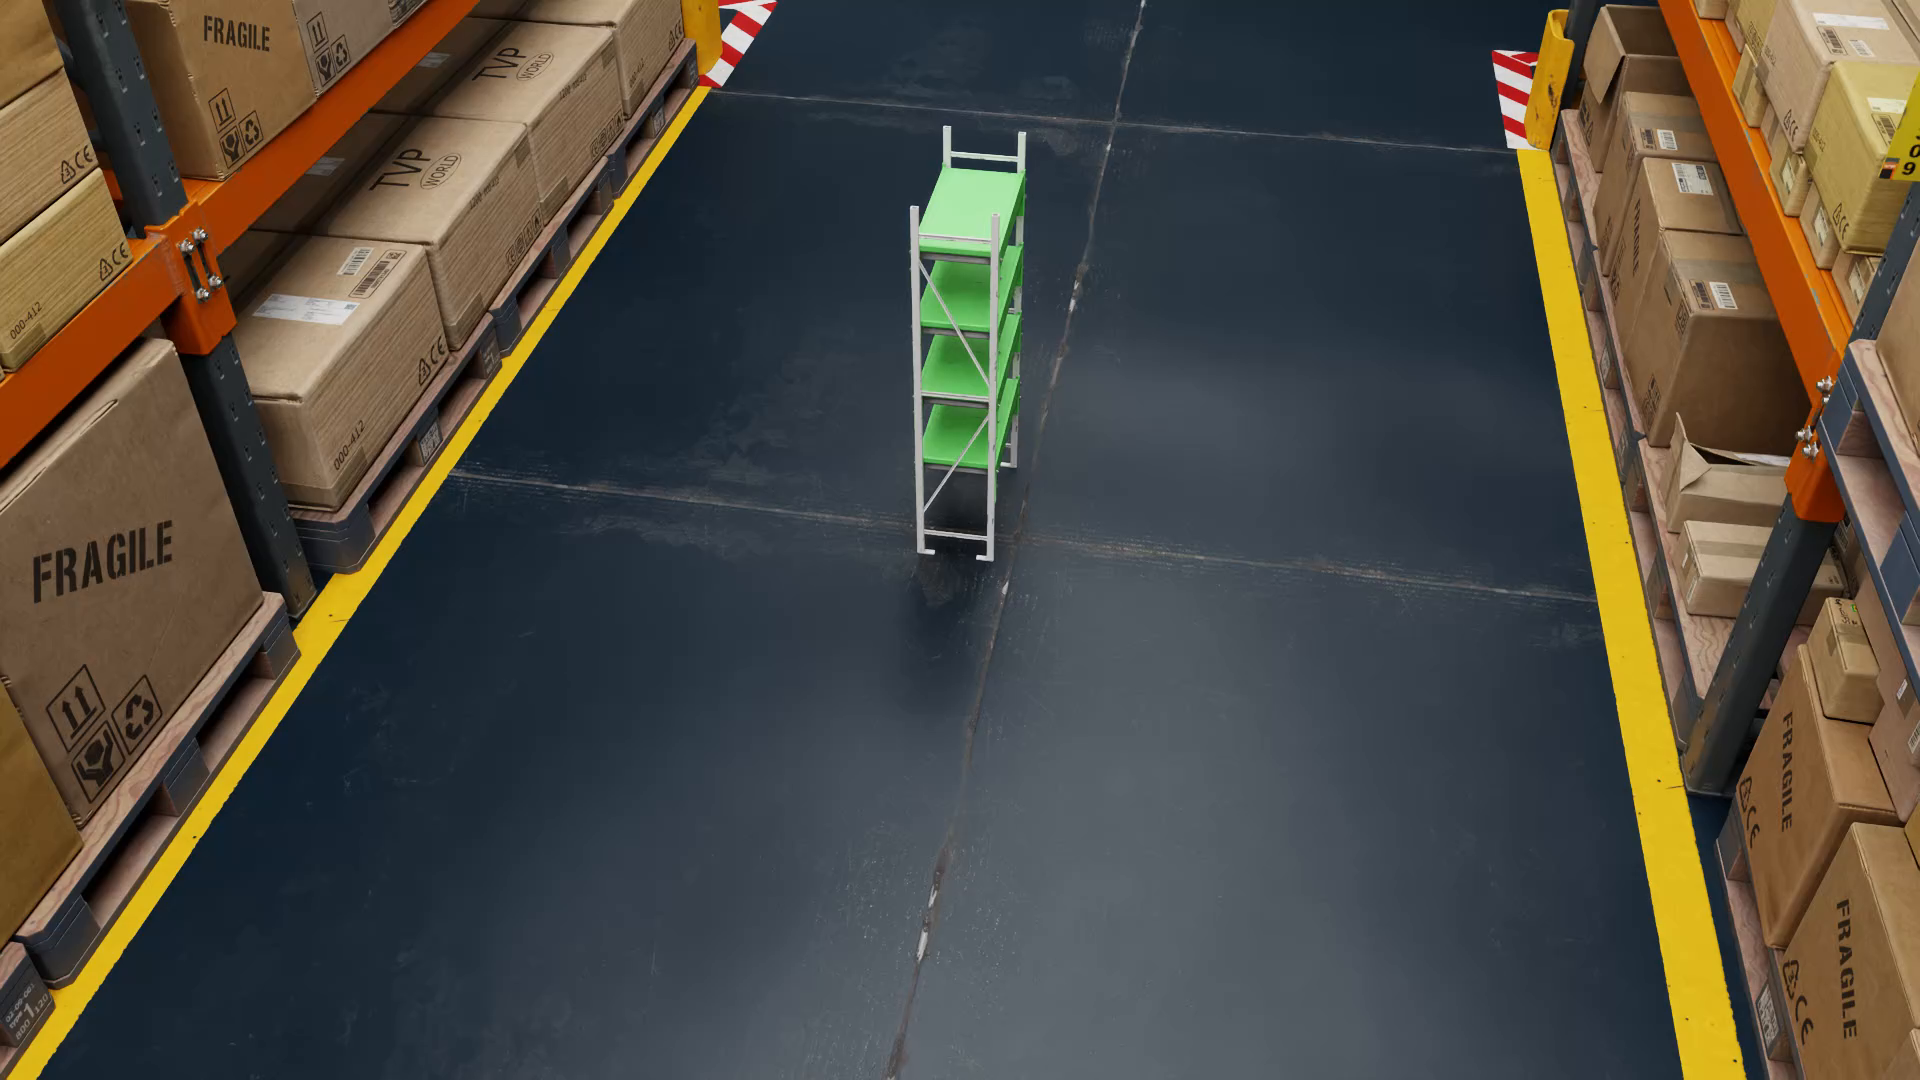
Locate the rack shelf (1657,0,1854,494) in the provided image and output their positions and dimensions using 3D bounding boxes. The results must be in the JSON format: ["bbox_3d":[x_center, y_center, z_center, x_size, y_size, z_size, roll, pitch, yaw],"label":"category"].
[{"bbox_3d":[2.784,-1.440,5.203,1.077,0.370,4.000,6,40,8],"label":"rack shelf"}]

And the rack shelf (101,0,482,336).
[{"bbox_3d":[-2.105,-1.985,5.862,1.077,0.370,4.000,6,40,8],"label":"rack shelf"}]

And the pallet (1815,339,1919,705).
[{"bbox_3d":[2.192,0.101,2.925,1.003,0.211,1.213,6,40,8],"label":"pallet"}]

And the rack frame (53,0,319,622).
[{"bbox_3d":[-2.452,-1.008,4.115,1.000,3.000,0.127,6,40,8],"label":"rack frame"}]

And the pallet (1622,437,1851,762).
[{"bbox_3d":[2.558,0.181,4.865,1.003,0.211,1.213,6,40,8],"label":"pallet"}]

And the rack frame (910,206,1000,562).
[{"bbox_3d":[-0.014,-0.413,4.808,0.240,1.200,0.015,6,40,8],"label":"rack frame"}]

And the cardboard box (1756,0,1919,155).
[{"bbox_3d":[2.358,-1.182,4.210,0.500,0.250,0.500,7,40,8],"label":"cardboard box"}]

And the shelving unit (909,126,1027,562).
[{"bbox_3d":[0.029,-0.566,4.993,0.258,1.200,0.503,6,40,8],"label":"shelving unit"}]

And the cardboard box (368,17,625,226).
[{"bbox_3d":[-1.925,-1.692,6.623,0.875,0.438,0.875,7,40,9],"label":"cardboard box"}]

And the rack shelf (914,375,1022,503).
[{"bbox_3d":[0.029,-0.332,5.187,0.258,0.148,0.480,6,40,8],"label":"rack shelf"}]

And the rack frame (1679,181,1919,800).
[{"bbox_3d":[2.438,-0.463,3.455,1.000,3.000,0.127,6,40,8],"label":"rack frame"}]

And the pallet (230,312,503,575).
[{"bbox_3d":[-2.243,-0.401,5.570,1.003,0.211,1.213,6,40,8],"label":"pallet"}]

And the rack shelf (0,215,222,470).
[{"bbox_3d":[-2.798,0.525,2.826,1.077,0.370,4.000,6,40,8],"label":"rack shelf"}]

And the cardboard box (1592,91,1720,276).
[{"bbox_3d":[2.745,-1.266,6.059,0.700,0.500,0.500,8,40,9],"label":"cardboard box"}]

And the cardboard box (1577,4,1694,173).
[{"bbox_3d":[2.931,-1.799,6.702,0.797,0.503,0.637,5,40,6],"label":"cardboard box"}]

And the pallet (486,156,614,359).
[{"bbox_3d":[-2.034,-1.169,6.499,1.003,0.211,1.213,6,40,8],"label":"pallet"}]

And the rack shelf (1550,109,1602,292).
[{"bbox_3d":[-12.545,-0.712,3.915,30.696,2.800,11.642,6,40,8],"label":"rack shelf"}]

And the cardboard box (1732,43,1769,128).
[{"bbox_3d":[2.378,-1.250,4.605,0.380,0.149,0.250,6,40,7],"label":"cardboard box"}]

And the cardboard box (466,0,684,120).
[{"bbox_3d":[-1.775,-2.267,7.319,0.875,0.438,0.875,5,40,6],"label":"cardboard box"}]

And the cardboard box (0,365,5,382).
[{"bbox_3d":[-2.370,-0.321,3.402,0.500,0.250,0.500,6,40,7],"label":"cardboard box"}]

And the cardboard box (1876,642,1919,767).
[{"bbox_3d":[2.116,0.339,3.376,0.380,0.149,0.250,5,40,6],"label":"cardboard box"}]

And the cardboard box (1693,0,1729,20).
[{"bbox_3d":[2.506,-1.729,5.185,0.380,0.149,0.250,7,40,9],"label":"cardboard box"}]

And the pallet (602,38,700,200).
[{"bbox_3d":[-1.821,-1.933,7.422,1.003,0.211,1.213,6,40,8],"label":"pallet"}]

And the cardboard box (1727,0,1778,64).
[{"bbox_3d":[2.457,-1.493,4.587,0.500,0.250,0.500,6,40,7],"label":"cardboard box"}]

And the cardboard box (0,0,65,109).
[{"bbox_3d":[-2.282,-1.123,3.391,0.500,0.500,0.500,8,40,9],"label":"cardboard box"}]

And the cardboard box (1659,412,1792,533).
[{"bbox_3d":[2.307,-0.177,4.926,0.396,0.266,0.258,8,40,9],"label":"cardboard box"}]

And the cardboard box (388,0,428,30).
[{"bbox_3d":[-1.929,-1.938,5.162,0.500,0.500,0.500,7,40,8],"label":"cardboard box"}]

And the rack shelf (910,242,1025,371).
[{"bbox_3d":[0.029,-0.702,4.881,0.258,0.148,0.480,6,40,8],"label":"rack shelf"}]

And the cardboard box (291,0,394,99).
[{"bbox_3d":[-2.021,-1.627,4.785,0.500,0.500,0.500,7,40,8],"label":"cardboard box"}]

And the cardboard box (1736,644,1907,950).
[{"bbox_3d":[2.133,0.618,3.781,0.500,0.500,0.500,8,40,10],"label":"cardboard box"}]

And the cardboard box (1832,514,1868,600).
[{"bbox_3d":[2.785,0.023,4.648,0.500,0.311,0.500,8,40,9],"label":"cardboard box"}]

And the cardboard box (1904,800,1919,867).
[{"bbox_3d":[2.109,0.629,3.258,0.380,0.149,0.250,4,40,5],"label":"cardboard box"}]

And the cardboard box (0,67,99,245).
[{"bbox_3d":[-2.288,-0.839,3.636,0.500,0.250,0.500,6,40,8],"label":"cardboard box"}]

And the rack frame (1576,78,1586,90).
[{"bbox_3d":[3.127,-2.973,6.492,0.949,2.616,0.053,6,40,8],"label":"rack frame"}]

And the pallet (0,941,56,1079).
[{"bbox_3d":[-2.720,1.328,3.479,1.003,0.211,1.213,6,40,8],"label":"pallet"}]

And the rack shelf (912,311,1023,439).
[{"bbox_3d":[0.029,-0.517,5.034,0.258,0.148,0.480,6,40,8],"label":"rack shelf"}]

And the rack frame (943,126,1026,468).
[{"bbox_3d":[0.071,-0.719,5.179,0.240,1.200,0.015,6,40,8],"label":"rack frame"}]

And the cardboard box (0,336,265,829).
[{"bbox_3d":[-2.480,0.047,4.176,0.875,0.875,0.875,8,40,9],"label":"cardboard box"}]

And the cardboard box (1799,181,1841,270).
[{"bbox_3d":[2.268,-0.759,4.012,0.380,0.149,0.250,7,40,9],"label":"cardboard box"}]

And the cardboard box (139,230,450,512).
[{"bbox_3d":[-2.237,-0.564,5.259,0.875,0.438,0.875,6,40,7],"label":"cardboard box"}]

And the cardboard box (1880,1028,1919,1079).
[{"bbox_3d":[1.959,1.266,2.997,0.500,0.500,0.500,5,40,6],"label":"cardboard box"}]

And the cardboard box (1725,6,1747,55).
[{"bbox_3d":[2.529,-1.560,4.980,0.380,0.149,0.250,6,40,8],"label":"cardboard box"}]

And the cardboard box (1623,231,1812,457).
[{"bbox_3d":[2.565,-0.614,5.271,0.700,0.500,0.500,5,40,6],"label":"cardboard box"}]

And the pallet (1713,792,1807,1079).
[{"bbox_3d":[2.334,1.127,3.722,1.003,0.211,1.213,6,40,8],"label":"pallet"}]

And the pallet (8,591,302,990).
[{"bbox_3d":[-2.511,0.560,4.407,1.003,0.211,1.213,6,40,8],"label":"pallet"}]

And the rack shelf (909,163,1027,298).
[{"bbox_3d":[0.029,-0.887,4.728,0.258,0.148,0.480,6,40,8],"label":"rack shelf"}]

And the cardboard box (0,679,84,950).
[{"bbox_3d":[-2.629,0.615,3.490,0.875,0.875,0.875,7,40,9],"label":"cardboard box"}]

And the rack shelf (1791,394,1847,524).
[{"bbox_3d":[2.092,1.070,2.166,1.077,0.370,4.000,6,40,8],"label":"rack shelf"}]
